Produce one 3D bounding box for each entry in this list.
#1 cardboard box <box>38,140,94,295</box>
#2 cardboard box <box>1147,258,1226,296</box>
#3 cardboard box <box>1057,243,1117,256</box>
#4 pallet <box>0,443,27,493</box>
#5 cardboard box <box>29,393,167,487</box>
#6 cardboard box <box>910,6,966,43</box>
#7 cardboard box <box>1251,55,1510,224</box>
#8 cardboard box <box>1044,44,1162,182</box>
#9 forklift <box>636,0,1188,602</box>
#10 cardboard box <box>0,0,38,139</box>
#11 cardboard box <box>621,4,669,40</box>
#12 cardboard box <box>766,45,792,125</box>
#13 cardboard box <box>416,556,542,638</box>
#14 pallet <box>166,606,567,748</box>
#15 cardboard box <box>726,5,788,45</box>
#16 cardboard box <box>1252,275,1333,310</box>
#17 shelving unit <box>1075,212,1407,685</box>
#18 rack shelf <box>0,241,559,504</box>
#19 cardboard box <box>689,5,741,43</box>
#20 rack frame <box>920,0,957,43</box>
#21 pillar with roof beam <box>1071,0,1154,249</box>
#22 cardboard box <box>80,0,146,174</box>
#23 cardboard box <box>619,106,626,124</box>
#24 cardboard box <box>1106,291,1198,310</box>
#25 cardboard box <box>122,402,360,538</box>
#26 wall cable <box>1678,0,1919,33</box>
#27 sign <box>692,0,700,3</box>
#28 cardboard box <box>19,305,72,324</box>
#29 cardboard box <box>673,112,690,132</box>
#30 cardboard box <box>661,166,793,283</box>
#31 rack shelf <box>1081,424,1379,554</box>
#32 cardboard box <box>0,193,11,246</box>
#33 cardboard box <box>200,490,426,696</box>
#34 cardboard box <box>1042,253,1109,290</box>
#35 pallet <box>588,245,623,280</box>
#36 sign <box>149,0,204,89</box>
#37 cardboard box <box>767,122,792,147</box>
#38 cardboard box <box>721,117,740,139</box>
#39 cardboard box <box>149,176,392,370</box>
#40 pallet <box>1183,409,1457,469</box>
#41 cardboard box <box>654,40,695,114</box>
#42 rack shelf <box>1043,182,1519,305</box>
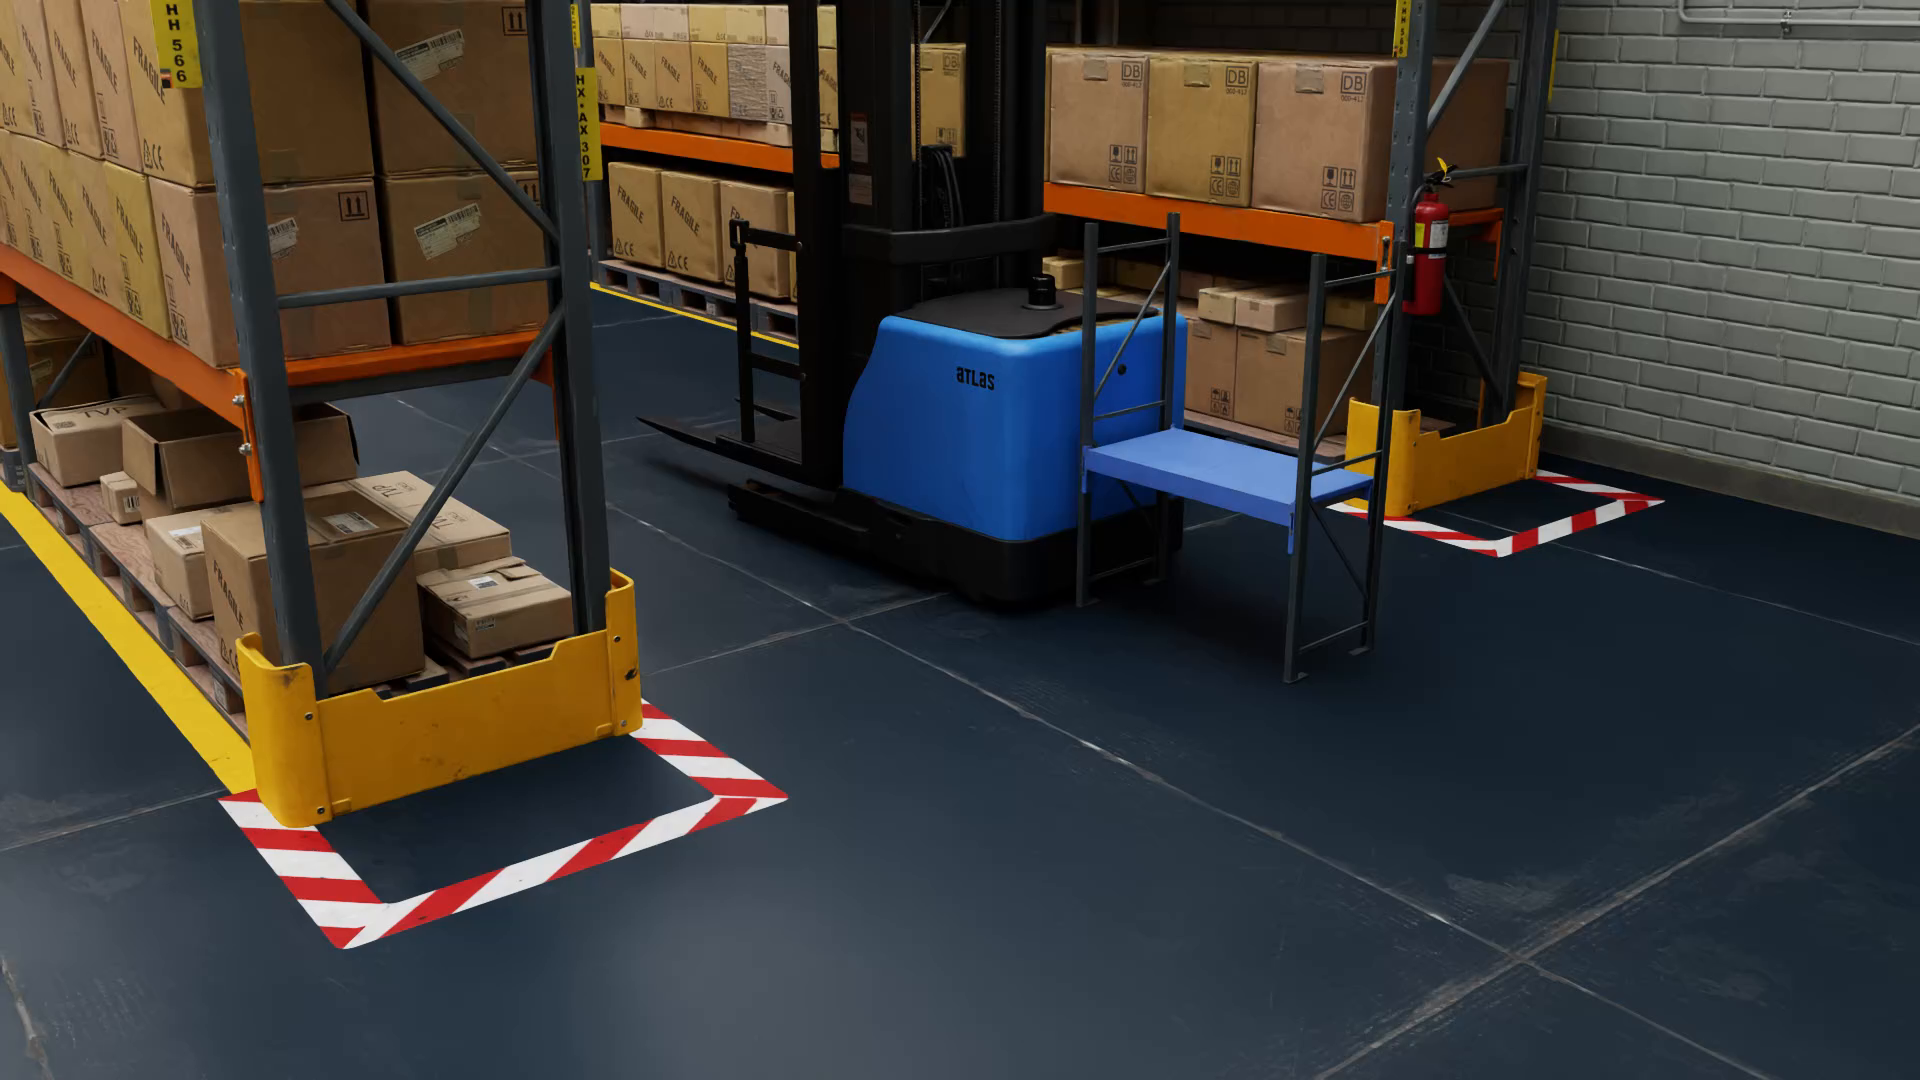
[{"bbox_3d":[-2.977,-1.195,6.042,0.500,0.500,0.500,-14,23,-37],"label":"cardboard box"},{"bbox_3d":[1.272,-1.477,9.328,0.380,0.149,0.250,-14,23,-36],"label":"cardboard box"},{"bbox_3d":[0.798,-1.665,9.897,0.380,0.149,0.250,-15,23,-38],"label":"cardboard box"},{"bbox_3d":[-4.560,-0.570,8.749,1.003,0.211,1.213,-14,23,-36],"label":"pallet"},{"bbox_3d":[-3.935,-0.488,7.641,0.500,0.311,0.500,-14,23,-36],"label":"cardboard box"},{"bbox_3d":[-0.226,-3.387,10.963,0.500,0.250,0.500,-13,22,-34],"label":"cardboard box"},{"bbox_3d":[2.014,-1.949,8.000,0.980,0.700,0.700,-13,22,-34],"label":"cardboard box"},{"bbox_3d":[0.628,-2.493,9.643,0.980,0.700,0.700,-15,23,-37],"label":"cardboard box"},{"bbox_3d":[-0.417,-1.538,7.343,1.130,2.935,3.031,-16,24,-39],"label":"forklift"},{"bbox_3d":[-3.314,-1.798,6.272,0.500,0.500,0.500,-15,23,-38],"label":"cardboard box"},{"bbox_3d":[-2.214,-3.914,12.554,0.500,0.250,0.500,-14,23,-37],"label":"cardboard box"},{"bbox_3d":[-0.953,-3.055,11.153,0.500,0.500,0.500,-14,23,-36],"label":"cardboard box"},{"bbox_3d":[-1.688,0.189,5.828,0.380,0.166,0.250,-14,23,-36],"label":"cardboard box"},{"bbox_3d":[-2.085,0.394,5.839,1.003,0.211,1.213,-14,23,-36],"label":"pallet"},{"bbox_3d":[-1.262,-3.542,11.429,0.500,0.250,0.500,-13,23,-35],"label":"cardboard box"},{"bbox_3d":[1.745,-1.290,8.762,0.380,0.149,0.250,-14,23,-36],"label":"cardboard box"},{"bbox_3d":[0.992,-0.379,6.122,0.538,1.500,1.048,-16,24,-39],"label":"shelving unit"},{"bbox_3d":[-2.784,-0.867,6.352,1.077,0.370,4.000,-14,23,-36],"label":"rack shelf"},{"bbox_3d":[-1.579,-3.667,11.808,0.500,0.250,0.500,-15,23,-37],"label":"cardboard box"},{"bbox_3d":[-0.145,-2.669,10.650,1.000,3.000,0.127,-14,23,-36],"label":"rack frame"},{"bbox_3d":[-2.407,-4.673,7.159,9.100,9.000,0.400,-14,23,-36],"label":"pillar with roof beam"},{"bbox_3d":[-2.348,-1.418,5.123,0.500,0.500,0.500,-13,22,-35],"label":"cardboard box"},{"bbox_3d":[-2.456,-3.355,13.089,0.380,0.149,0.250,-14,23,-35],"label":"cardboard box"},{"bbox_3d":[1.202,-1.096,9.209,0.700,0.500,0.500,-15,23,-38],"label":"cardboard box"},{"bbox_3d":[-2.855,-0.263,6.656,0.797,0.503,0.637,-14,23,-36],"label":"cardboard box"},{"bbox_3d":[3.875,-2.035,7.119,0.084,1.984,1.851,-14,23,-36],"label":"wall cable"},{"bbox_3d":[-2.195,-4.313,13.775,0.100,0.325,0.005,-14,23,-36],"label":"sign"},{"bbox_3d":[-4.857,-0.912,8.623,0.500,0.500,0.500,-14,23,-36],"label":"cardboard box"},{"bbox_3d":[-1.936,-3.172,12.539,0.380,0.149,0.250,-13,23,-35],"label":"cardboard box"},{"bbox_3d":[-1.736,-2.409,12.619,0.750,0.750,0.750,-14,23,-36],"label":"cardboard box"},{"bbox_3d":[0.992,-0.209,6.179,0.538,0.185,1.000,-16,24,-39],"label":"rack shelf"},{"bbox_3d":[-3.923,-1.570,7.172,0.500,0.500,0.500,-13,22,-35],"label":"cardboard box"},{"bbox_3d":[-2.073,0.176,5.334,0.500,0.500,0.500,-14,23,-36],"label":"cardboard box"},{"bbox_3d":[0.633,-1.537,9.508,0.380,0.149,0.250,-15,23,-38],"label":"cardboard box"},{"bbox_3d":[-3.112,-2.524,14.648,1.003,0.211,1.213,-14,23,-36],"label":"pallet"},{"bbox_3d":[-1.990,-1.312,4.207,0.100,0.325,0.005,-14,23,-36],"label":"sign"},{"bbox_3d":[-1.087,-2.771,11.327,0.380,0.149,0.250,-14,23,-36],"label":"cardboard box"},{"bbox_3d":[-1.487,-2.976,11.947,0.380,0.149,0.250,-13,22,-34],"label":"cardboard box"},{"bbox_3d":[-2.034,-0.820,4.908,0.500,0.500,0.500,-13,22,-34],"label":"cardboard box"},{"bbox_3d":[1.781,-0.541,8.661,1.003,0.211,1.213,-14,23,-36],"label":"pallet"},{"bbox_3d":[-1.902,-3.430,12.284,0.500,0.500,0.500,-14,23,-36],"label":"cardboard box"},{"bbox_3d":[1.097,-1.834,9.275,1.077,0.370,4.000,-14,23,-36],"label":"rack shelf"}]
